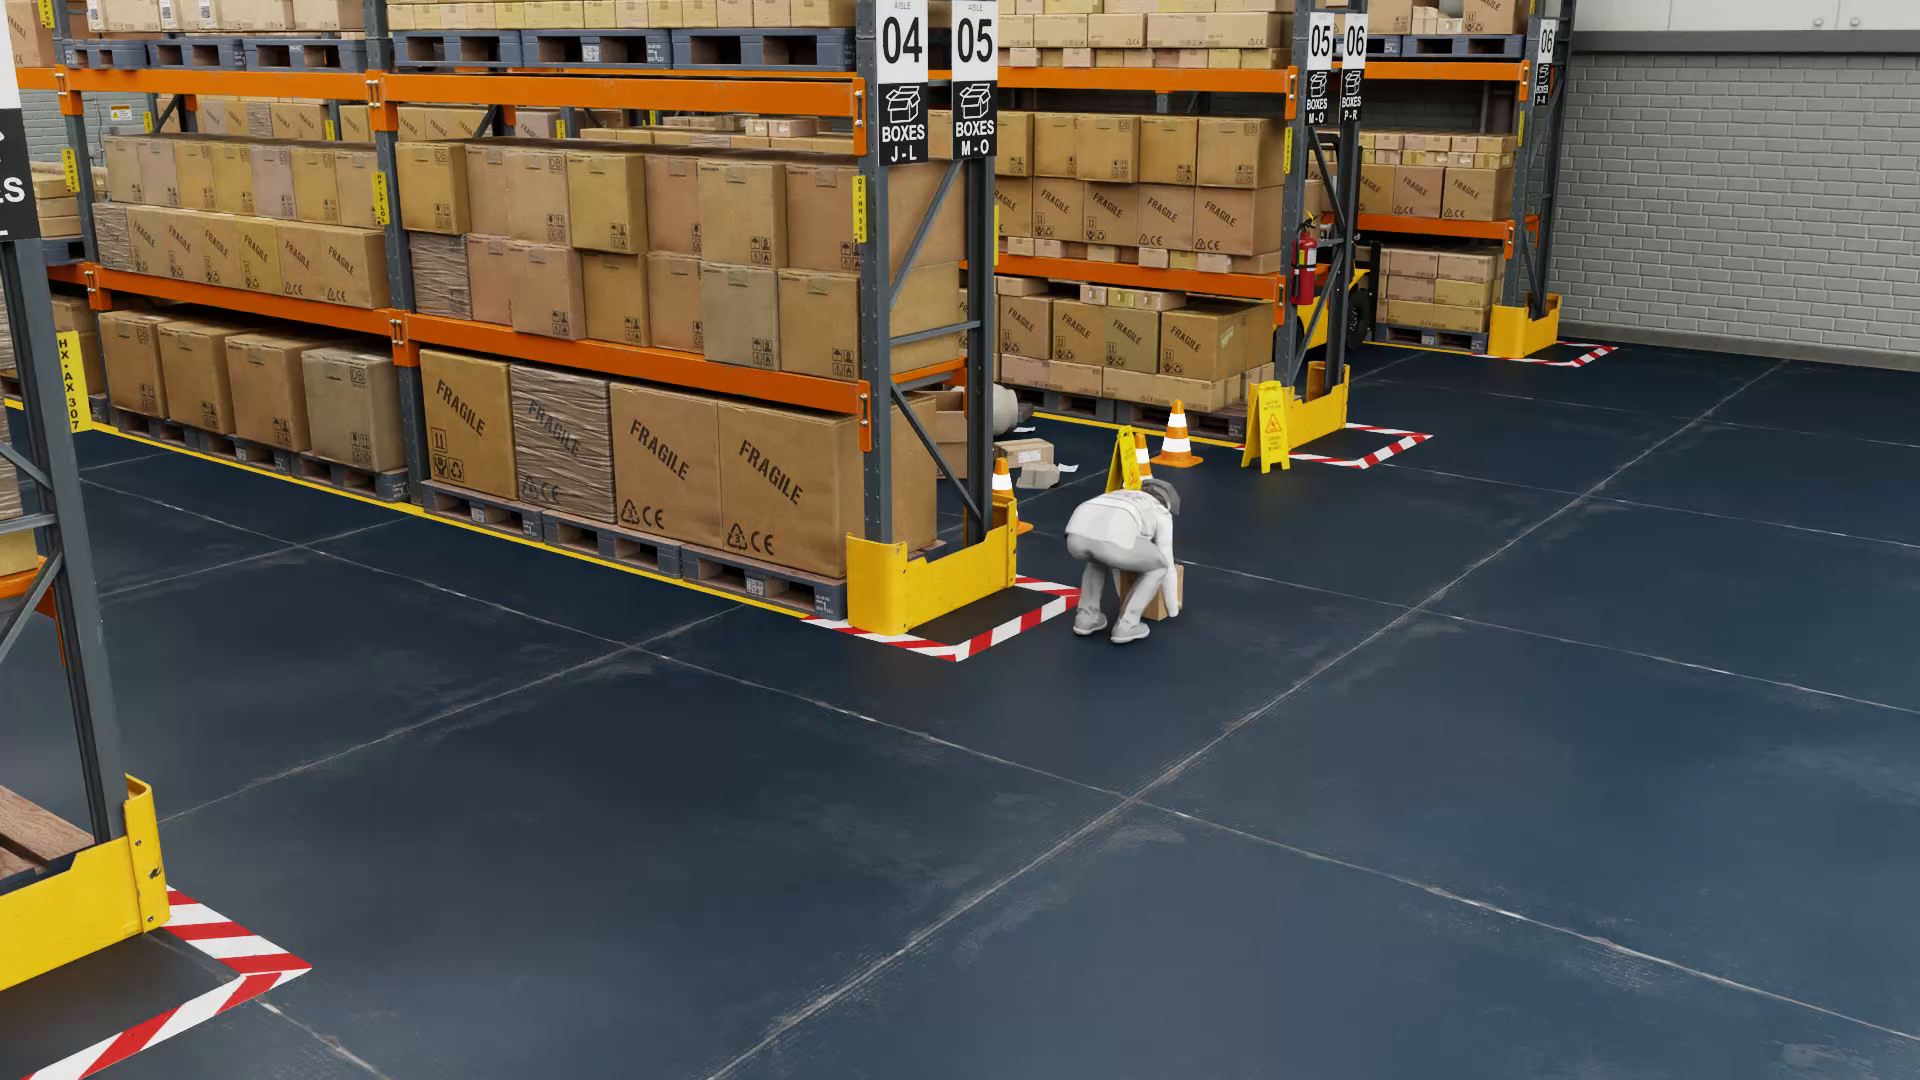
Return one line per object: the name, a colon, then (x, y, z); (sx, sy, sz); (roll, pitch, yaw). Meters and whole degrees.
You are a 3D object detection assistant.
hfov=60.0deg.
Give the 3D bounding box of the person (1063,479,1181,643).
person: (0.885, 0.103, 8.801); (0.461, 0.773, 0.912); (11, 20, 33)
